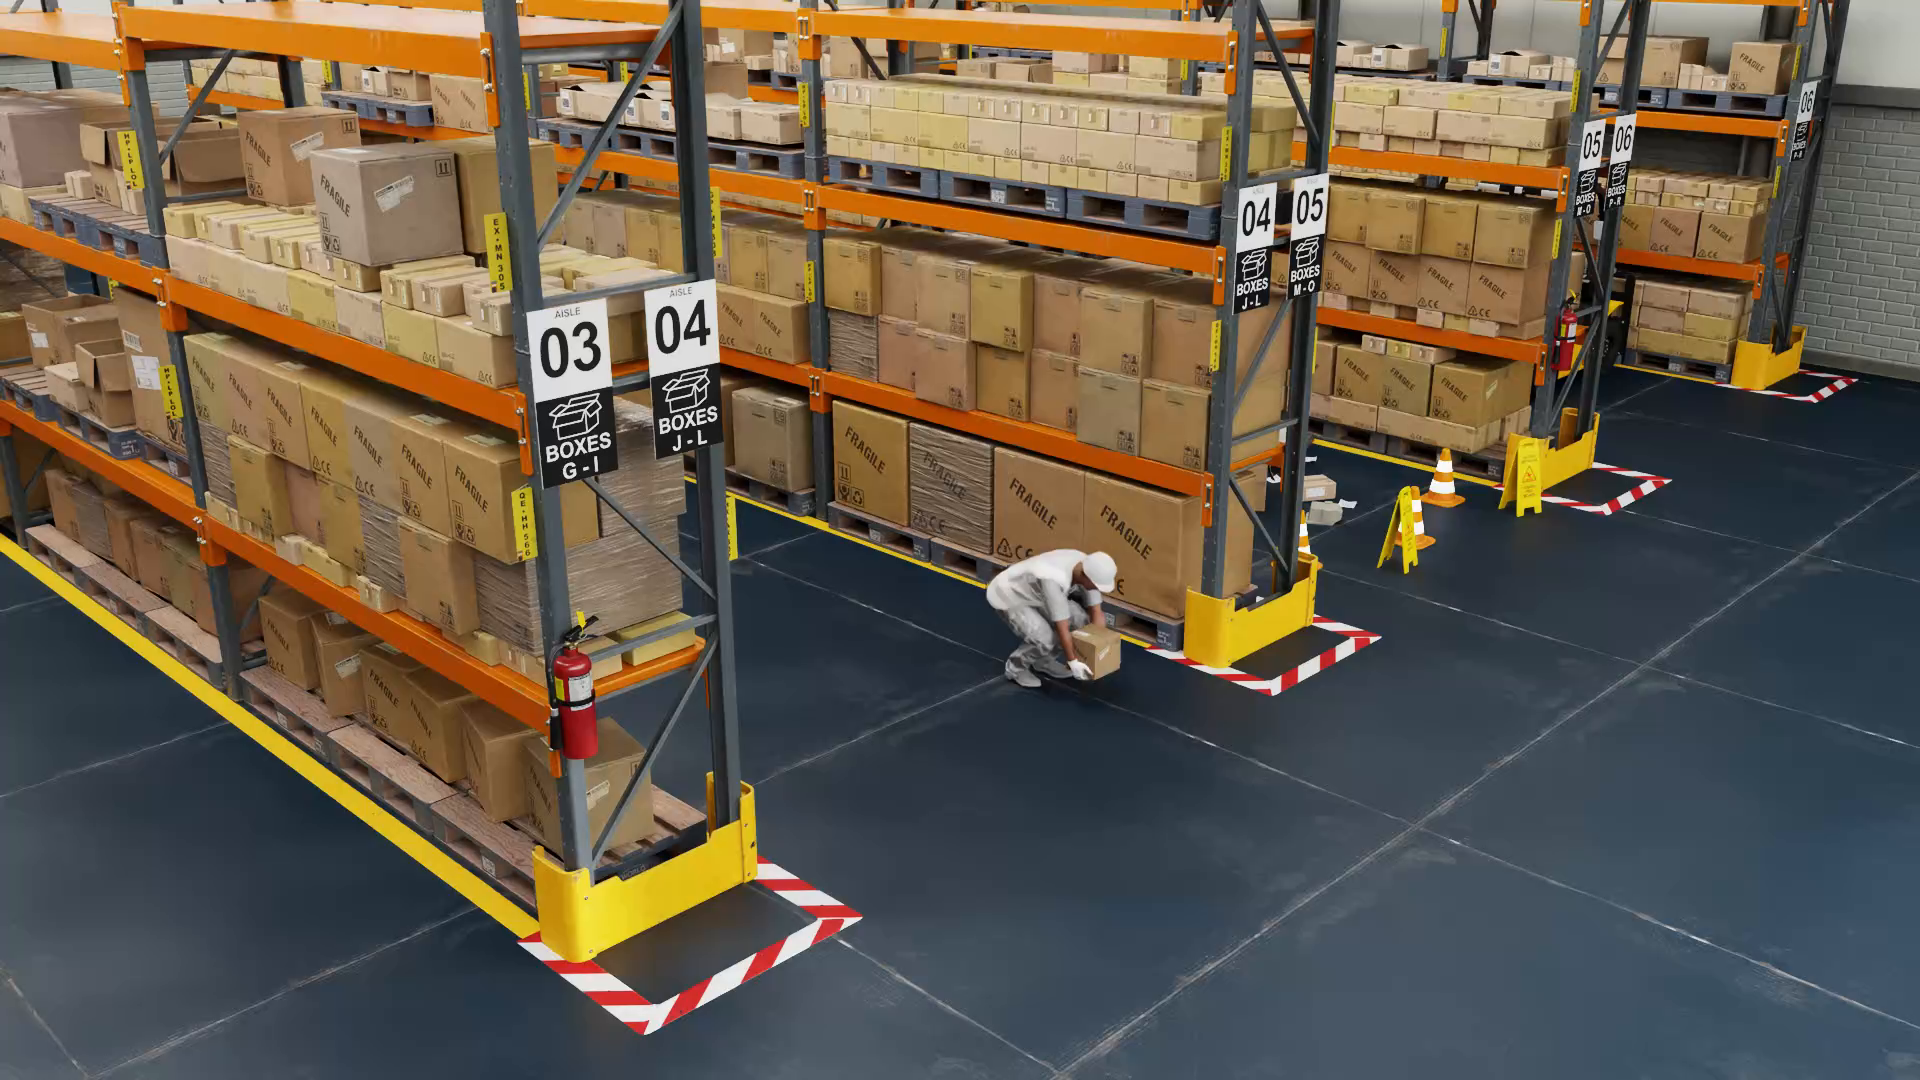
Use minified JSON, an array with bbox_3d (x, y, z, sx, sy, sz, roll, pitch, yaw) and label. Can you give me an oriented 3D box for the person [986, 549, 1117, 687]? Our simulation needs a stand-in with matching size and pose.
[{"bbox_3d":[0.622,0.472,10.912,0.926,1.001,0.555,18,27,39],"label":"person"}]
